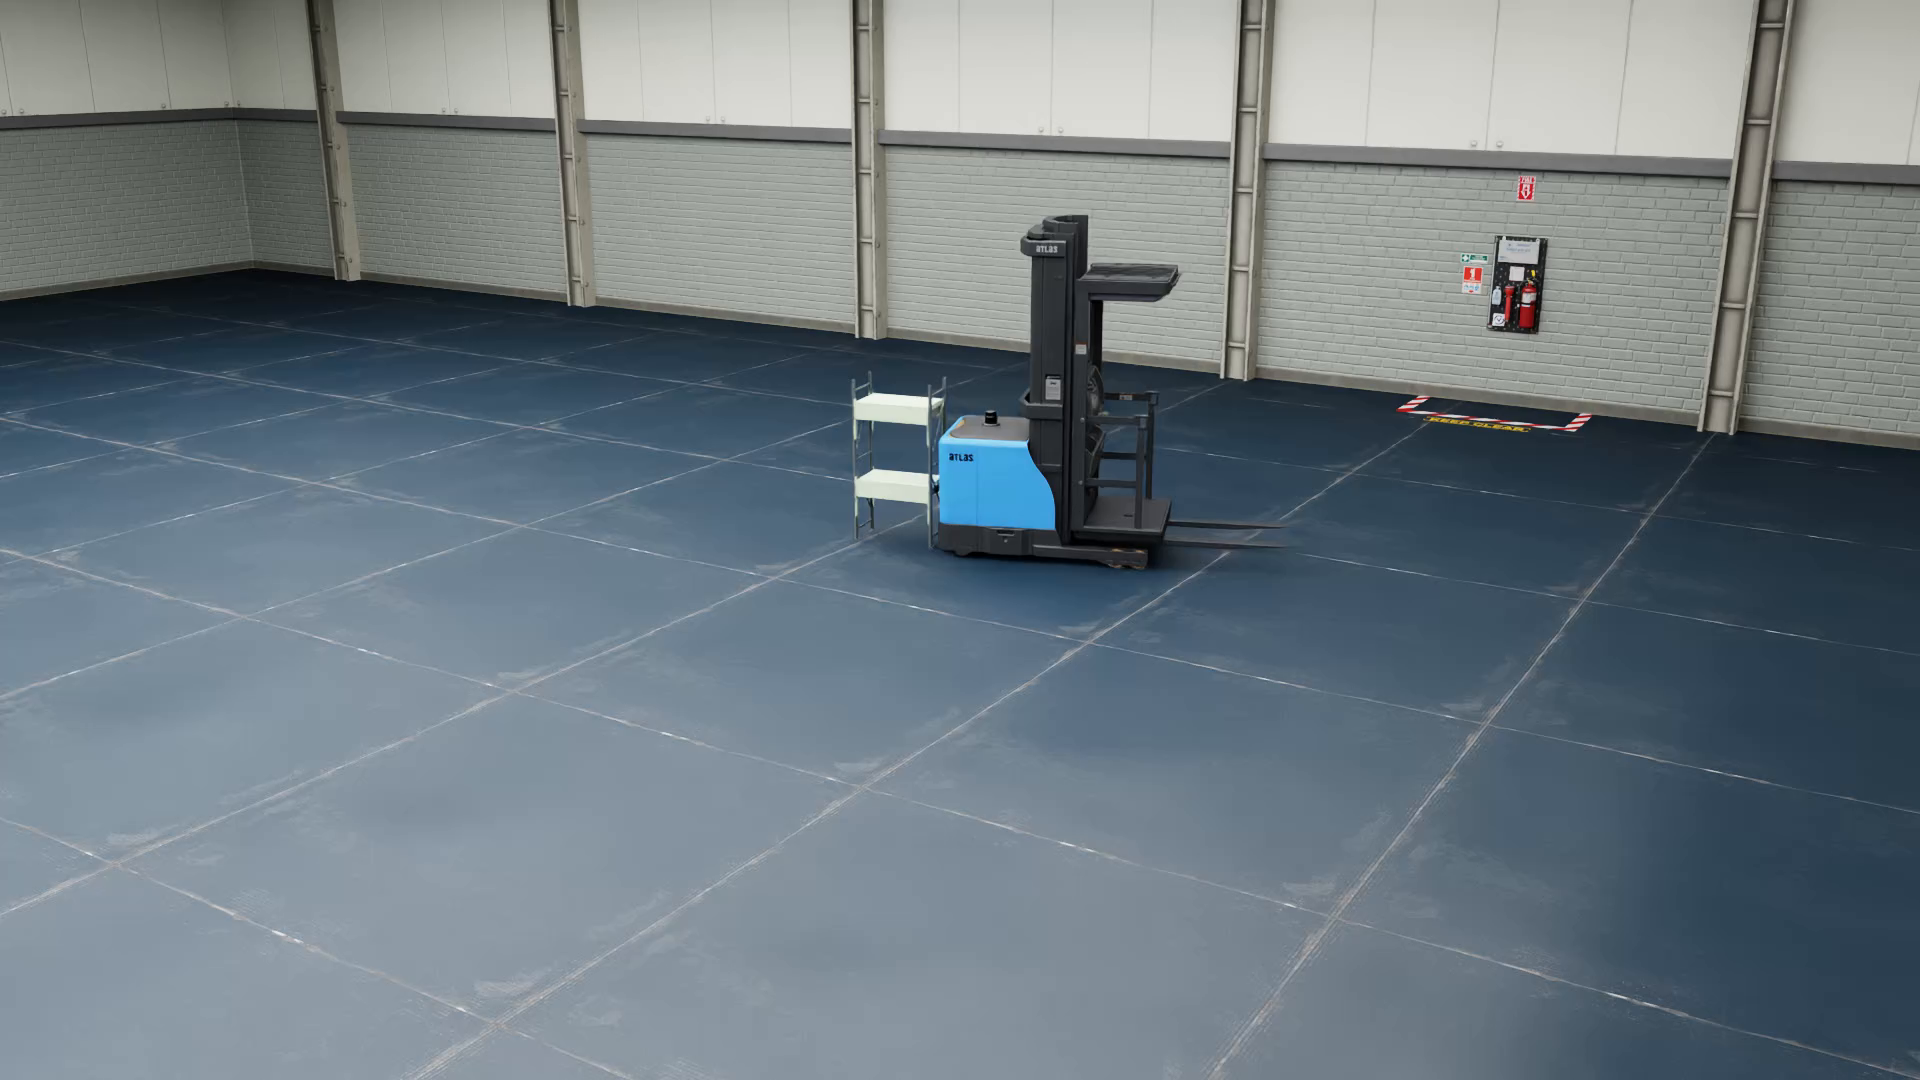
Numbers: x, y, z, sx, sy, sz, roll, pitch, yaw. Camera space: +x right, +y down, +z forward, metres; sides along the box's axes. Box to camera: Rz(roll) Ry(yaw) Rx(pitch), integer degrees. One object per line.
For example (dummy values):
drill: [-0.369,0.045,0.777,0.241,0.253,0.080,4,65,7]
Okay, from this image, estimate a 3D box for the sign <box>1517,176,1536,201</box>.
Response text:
sign: [6.829,-4.239,20.055,0.199,0.298,0.001,10,20,30]

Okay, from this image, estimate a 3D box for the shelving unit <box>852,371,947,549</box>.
shelving unit: [-0.542,-0.725,15.058,0.755,1.500,0.431,6,18,20]

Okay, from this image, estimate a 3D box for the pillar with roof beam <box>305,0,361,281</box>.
pillar with roof beam: [-13.835,-8.173,26.674,0.400,9.000,9.100,10,20,30]

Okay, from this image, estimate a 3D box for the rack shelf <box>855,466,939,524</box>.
rack shelf: [-0.542,-0.413,15.152,0.720,0.370,0.431,6,18,20]

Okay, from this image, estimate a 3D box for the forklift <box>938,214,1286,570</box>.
forklift: [1.372,-1.314,14.532,3.031,2.935,1.130,3,17,11]

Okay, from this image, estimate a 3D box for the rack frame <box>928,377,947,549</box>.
rack frame: [-0.199,-0.688,14.935,0.023,1.500,0.400,6,18,20]

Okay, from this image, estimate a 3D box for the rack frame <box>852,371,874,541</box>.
rack frame: [-0.885,-0.763,15.180,0.023,1.500,0.400,6,18,20]

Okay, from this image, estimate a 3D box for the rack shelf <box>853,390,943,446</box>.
rack shelf: [-0.542,-1.099,14.944,0.720,0.370,0.431,6,18,20]

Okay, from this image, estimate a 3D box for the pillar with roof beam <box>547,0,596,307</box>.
pillar with roof beam: [-8.722,-7.261,23.670,0.400,9.000,9.100,10,20,30]

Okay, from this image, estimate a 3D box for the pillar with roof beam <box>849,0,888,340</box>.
pillar with roof beam: [-3.609,-6.348,20.665,0.400,9.000,9.100,10,20,30]

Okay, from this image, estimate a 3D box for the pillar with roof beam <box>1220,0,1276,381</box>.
pillar with roof beam: [1.504,-5.435,17.661,0.400,9.000,9.100,10,20,30]

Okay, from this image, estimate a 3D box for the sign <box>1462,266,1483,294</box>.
sign: [6.366,-3.230,20.662,0.234,0.329,0.001,10,20,30]

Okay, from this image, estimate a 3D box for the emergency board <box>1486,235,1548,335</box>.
emergency board: [6.784,-3.104,20.307,0.643,1.169,0.194,10,20,30]

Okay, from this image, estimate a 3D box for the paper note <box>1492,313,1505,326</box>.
paper note: [6.669,-2.726,20.580,0.142,0.148,0.016,10,20,30]

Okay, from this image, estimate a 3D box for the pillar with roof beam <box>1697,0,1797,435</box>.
pillar with roof beam: [6.616,-4.523,14.656,0.400,9.000,9.100,10,20,30]

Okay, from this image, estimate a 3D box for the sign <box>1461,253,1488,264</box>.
sign: [6.366,-3.481,20.576,0.331,0.109,0.001,10,20,30]
